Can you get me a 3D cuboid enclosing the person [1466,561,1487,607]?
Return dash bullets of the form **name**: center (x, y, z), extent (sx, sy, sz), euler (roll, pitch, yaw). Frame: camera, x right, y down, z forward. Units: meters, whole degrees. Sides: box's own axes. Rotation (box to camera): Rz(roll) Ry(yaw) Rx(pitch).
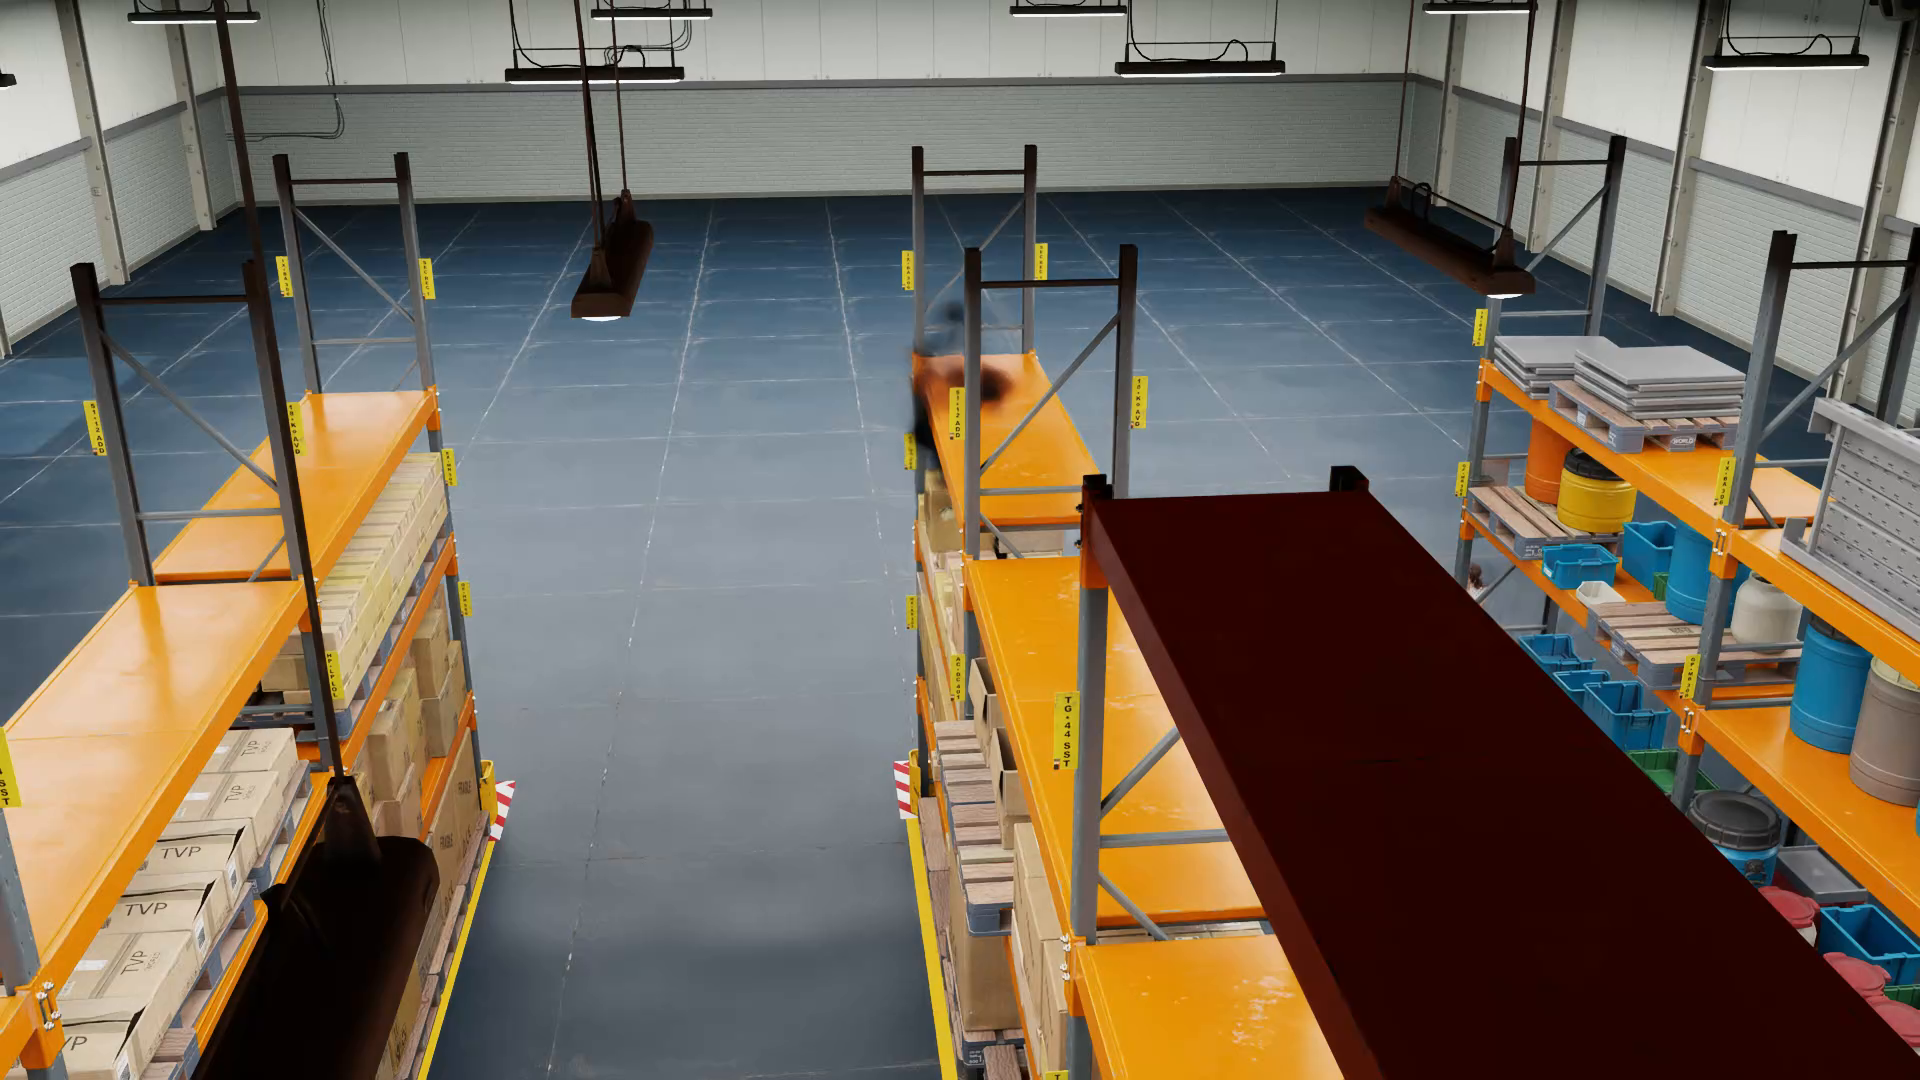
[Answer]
- **person**: center (5.186, 0.957, 17.039), extent (0.534, 1.613, 0.607), euler (11, 24, 25)
